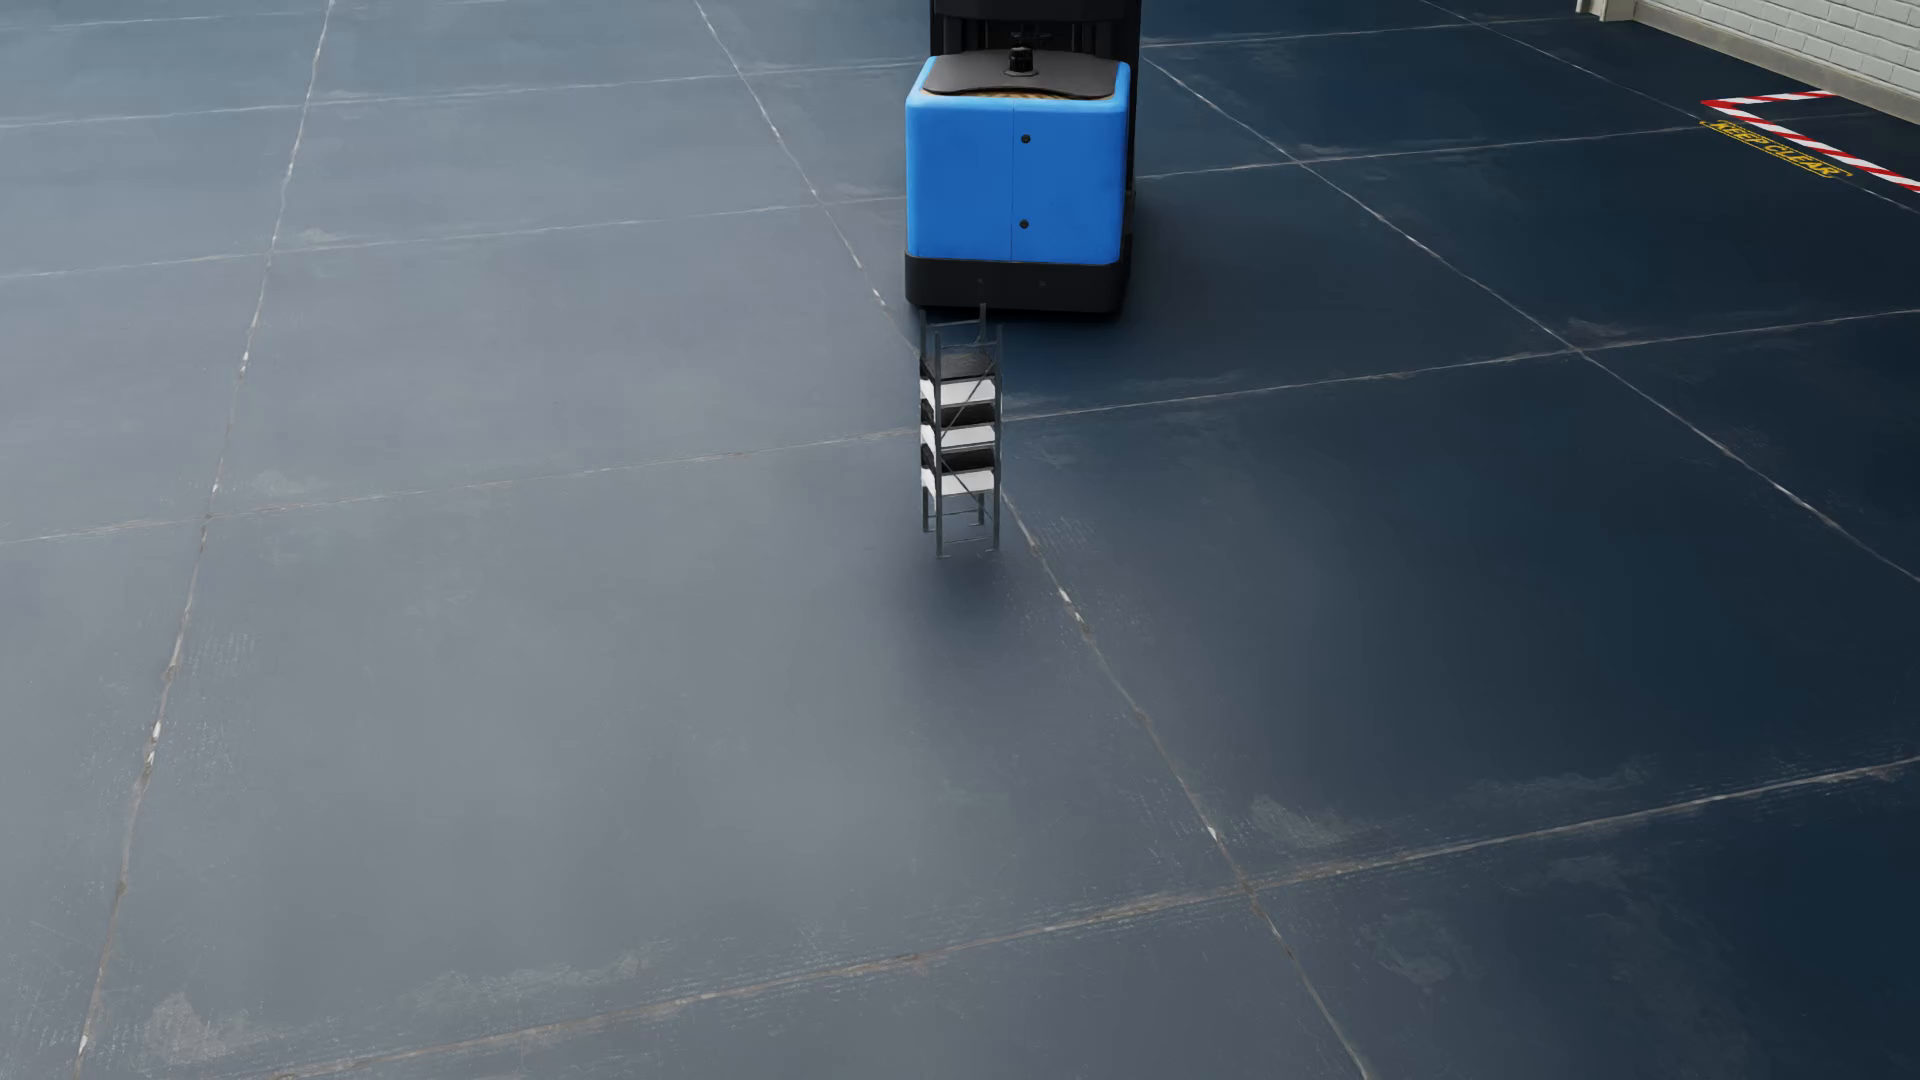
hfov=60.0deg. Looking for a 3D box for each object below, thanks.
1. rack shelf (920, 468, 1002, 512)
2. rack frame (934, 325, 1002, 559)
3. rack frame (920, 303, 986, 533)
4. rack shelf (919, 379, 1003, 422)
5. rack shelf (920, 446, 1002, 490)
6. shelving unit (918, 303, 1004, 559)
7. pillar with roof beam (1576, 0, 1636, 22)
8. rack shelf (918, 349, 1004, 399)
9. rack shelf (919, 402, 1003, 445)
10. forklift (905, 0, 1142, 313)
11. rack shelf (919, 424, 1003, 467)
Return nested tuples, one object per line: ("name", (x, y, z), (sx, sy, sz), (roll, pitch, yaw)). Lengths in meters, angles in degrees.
("rack shelf", (0.002, -0.201, 6.125), (0.258, 0.077, 0.200), (-8, 31, -13))
("rack frame", (0.029, -0.336, 5.933), (0.240, 0.900, 0.006), (-8, 31, -13))
("rack frame", (-0.025, -0.435, 6.103), (0.240, 0.900, 0.006), (-8, 31, -13))
("rack shelf", (0.002, -0.512, 5.944), (0.258, 0.077, 0.200), (-8, 31, -13))
("rack shelf", (0.002, -0.279, 6.080), (0.258, 0.077, 0.200), (-8, 31, -13))
("shelving unit", (0.002, -0.386, 6.018), (0.258, 0.900, 0.210), (-8, 31, -13))
("pillar with roof beam", (1.183, -7.660, 10.501), (9.100, 9.000, 0.400), (-8, 31, -13))
("rack shelf", (0.002, -0.590, 5.899), (0.258, 0.077, 0.200), (-8, 31, -13))
("rack shelf", (0.002, -0.435, 5.989), (0.258, 0.077, 0.200), (-8, 31, -13))
("forklift", (0.417, -3.075, 8.637), (1.130, 2.935, 3.031), (3, 30, 6))
("rack shelf", (0.002, -0.357, 6.034), (0.258, 0.077, 0.200), (-8, 31, -13))
